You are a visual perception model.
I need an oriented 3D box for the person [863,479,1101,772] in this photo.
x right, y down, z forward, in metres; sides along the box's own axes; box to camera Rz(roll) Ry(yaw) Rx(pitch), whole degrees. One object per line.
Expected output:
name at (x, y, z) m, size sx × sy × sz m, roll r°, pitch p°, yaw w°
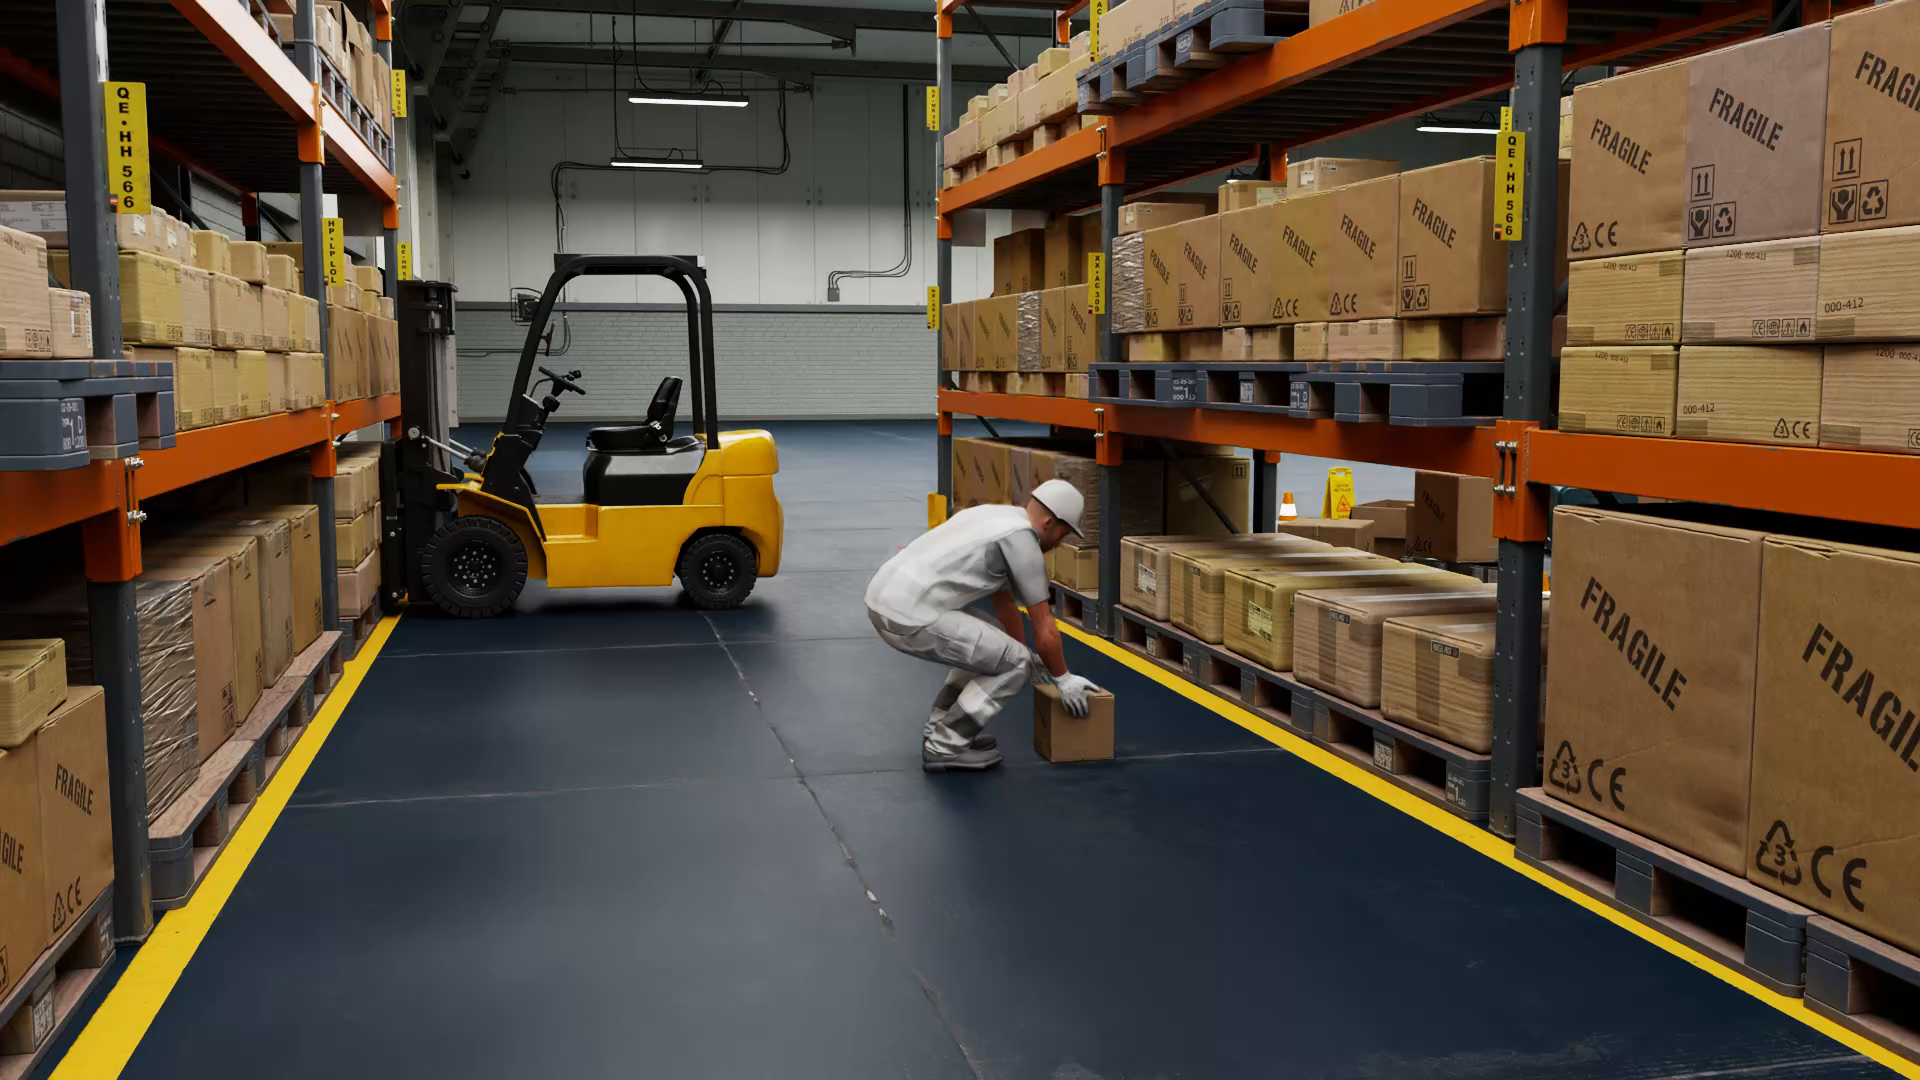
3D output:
person at (0.065, 0.308, 6.329) m, size 0.870 × 1.065 × 0.577 m, roll -1°, pitch 6°, yaw -14°
